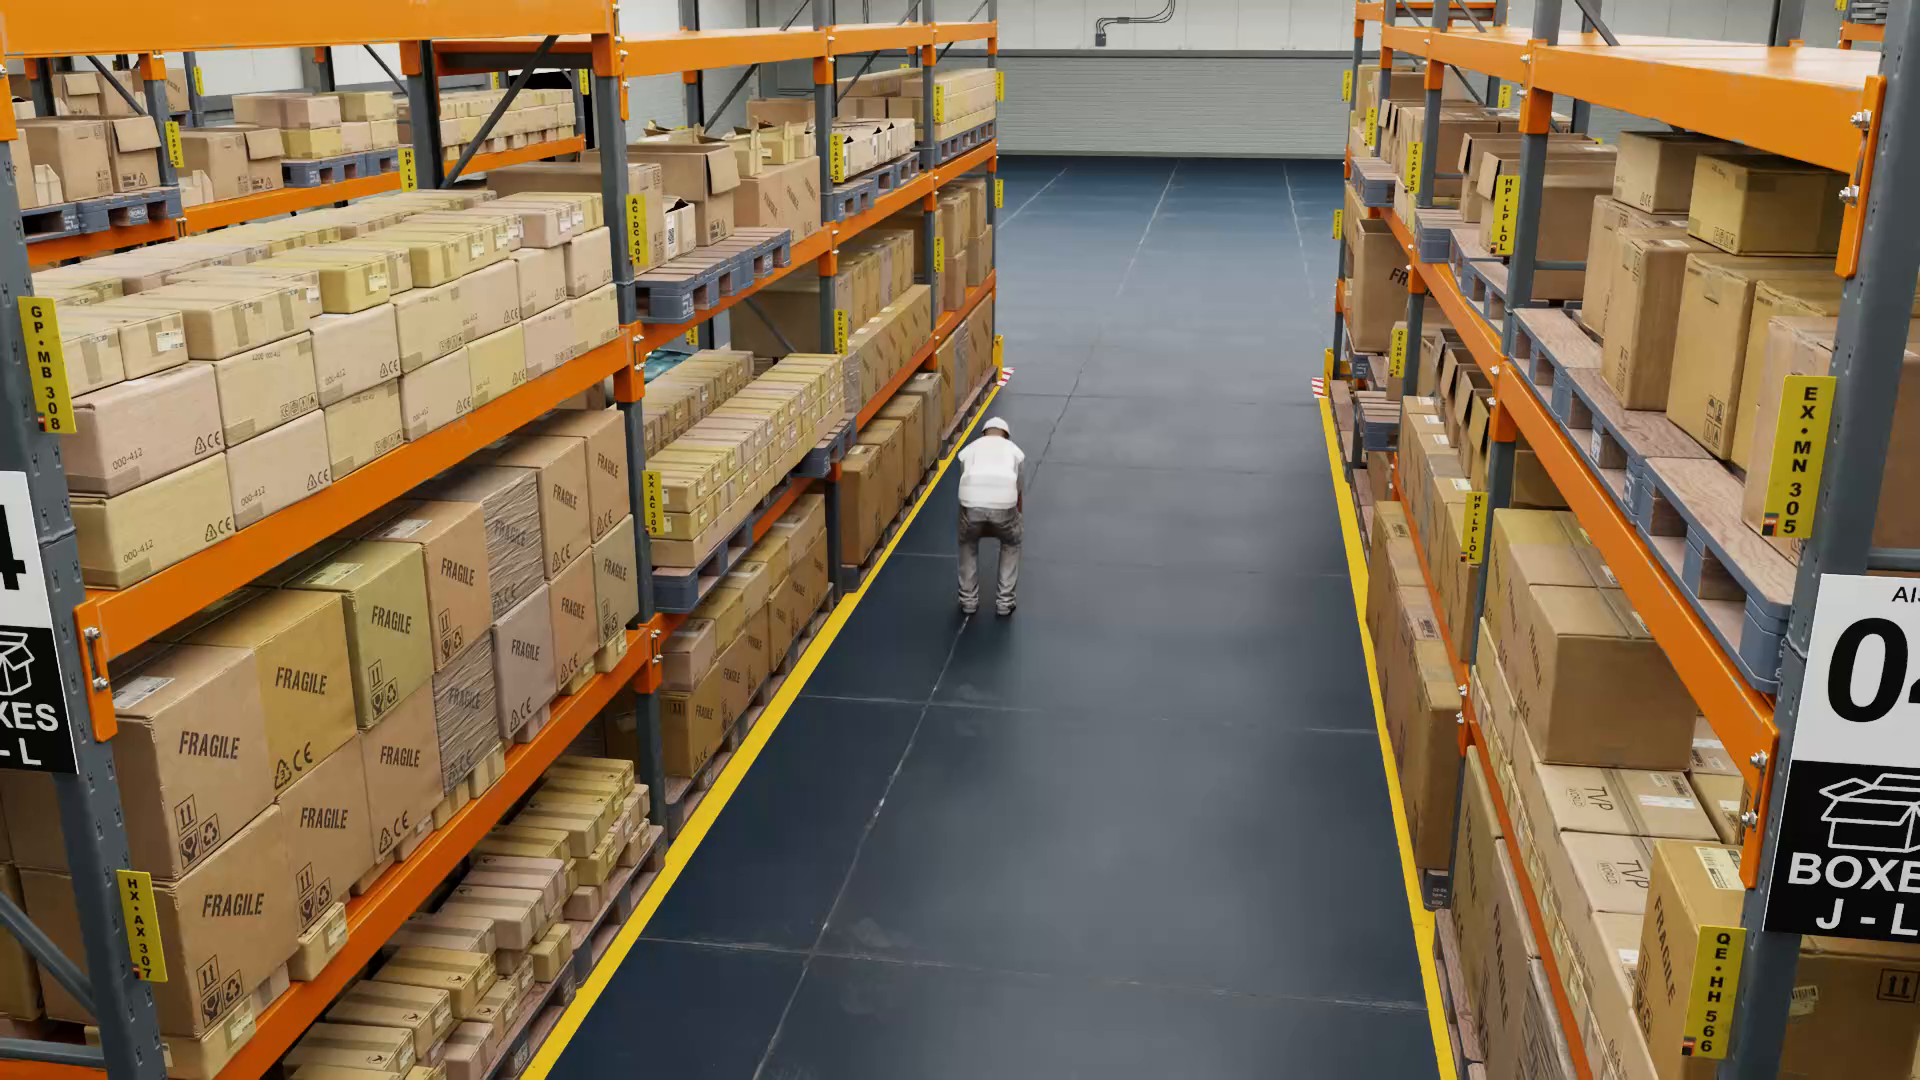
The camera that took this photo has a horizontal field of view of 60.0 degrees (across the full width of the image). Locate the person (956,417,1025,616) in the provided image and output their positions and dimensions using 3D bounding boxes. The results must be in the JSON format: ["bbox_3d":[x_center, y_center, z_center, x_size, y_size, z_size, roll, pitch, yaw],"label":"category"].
[{"bbox_3d":[0.228,-0.181,12.334,0.503,1.325,0.927,2,18,7],"label":"person"}]
